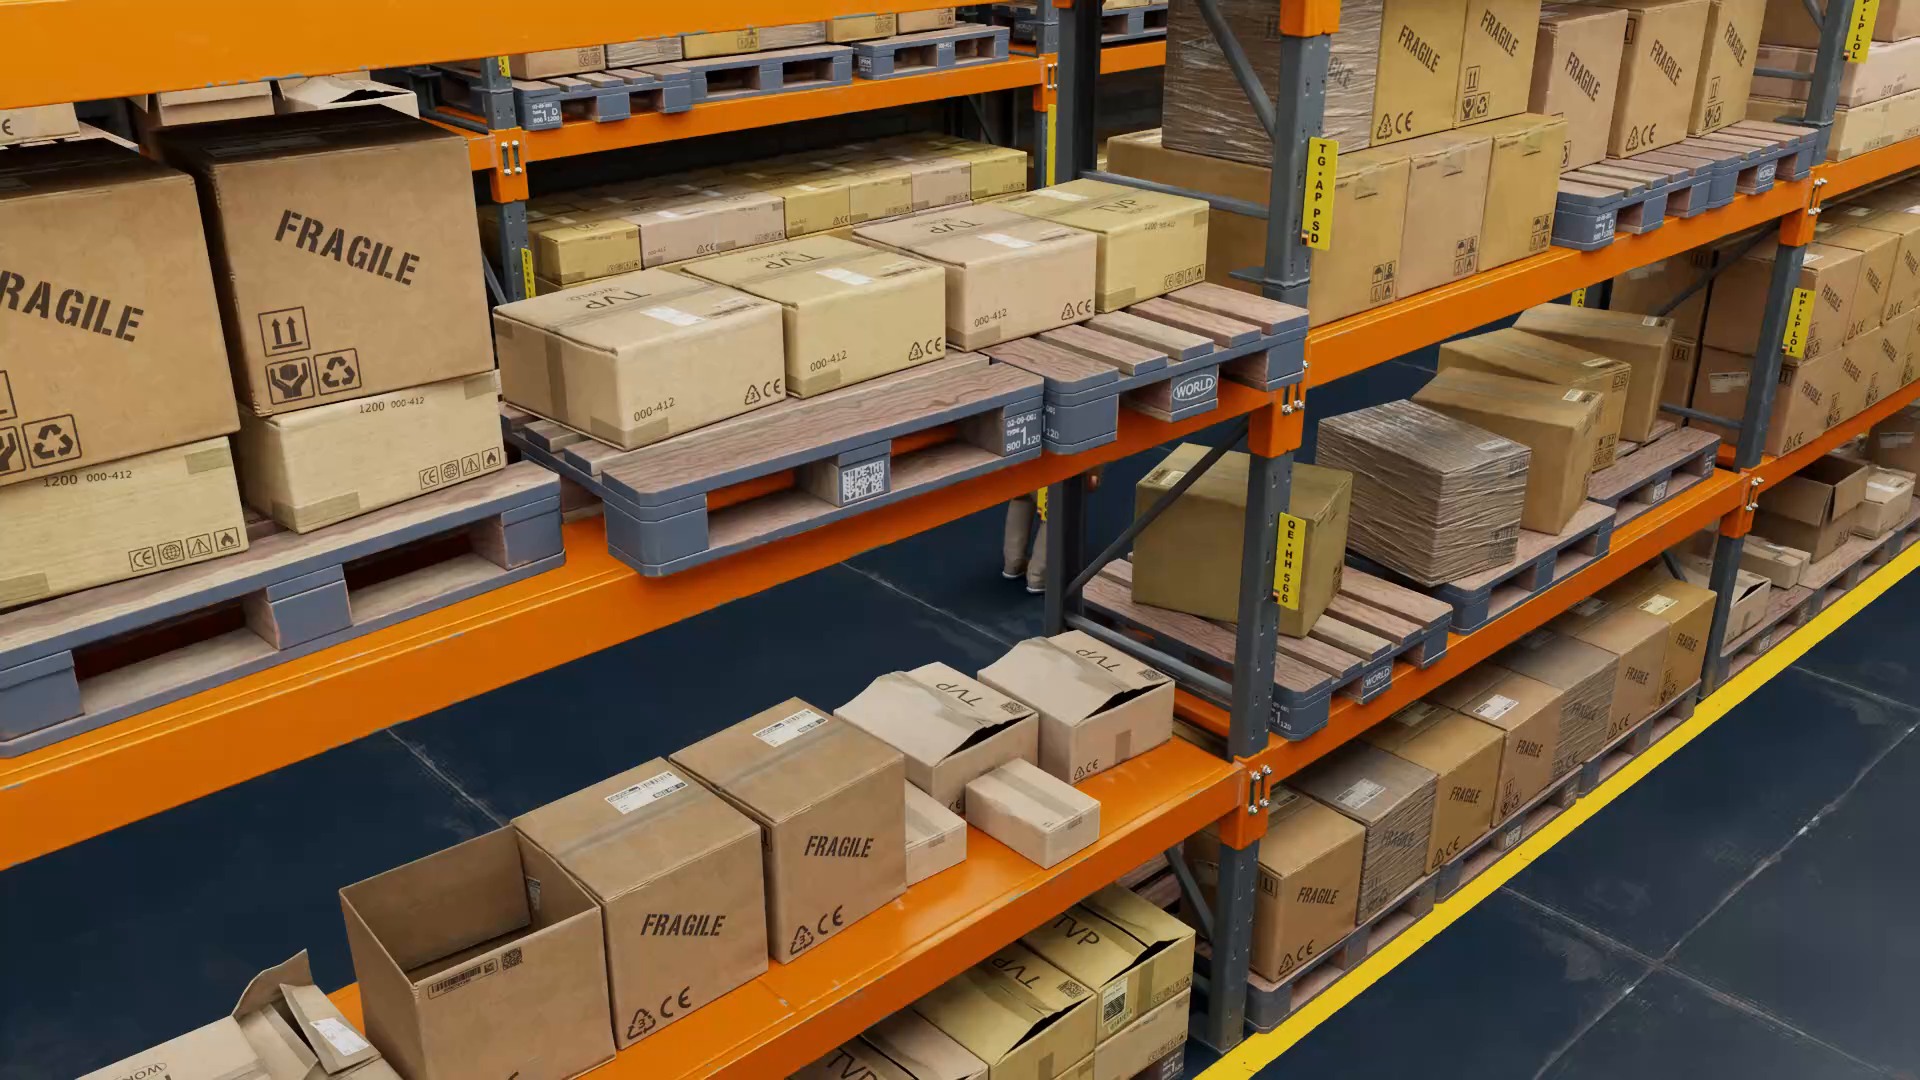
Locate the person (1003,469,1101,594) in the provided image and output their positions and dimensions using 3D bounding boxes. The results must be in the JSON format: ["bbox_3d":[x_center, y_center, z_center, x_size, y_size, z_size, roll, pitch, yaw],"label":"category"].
[{"bbox_3d":[0.562,-0.446,10.011,0.844,1.413,0.490,-22,32,-40],"label":"person"}]
